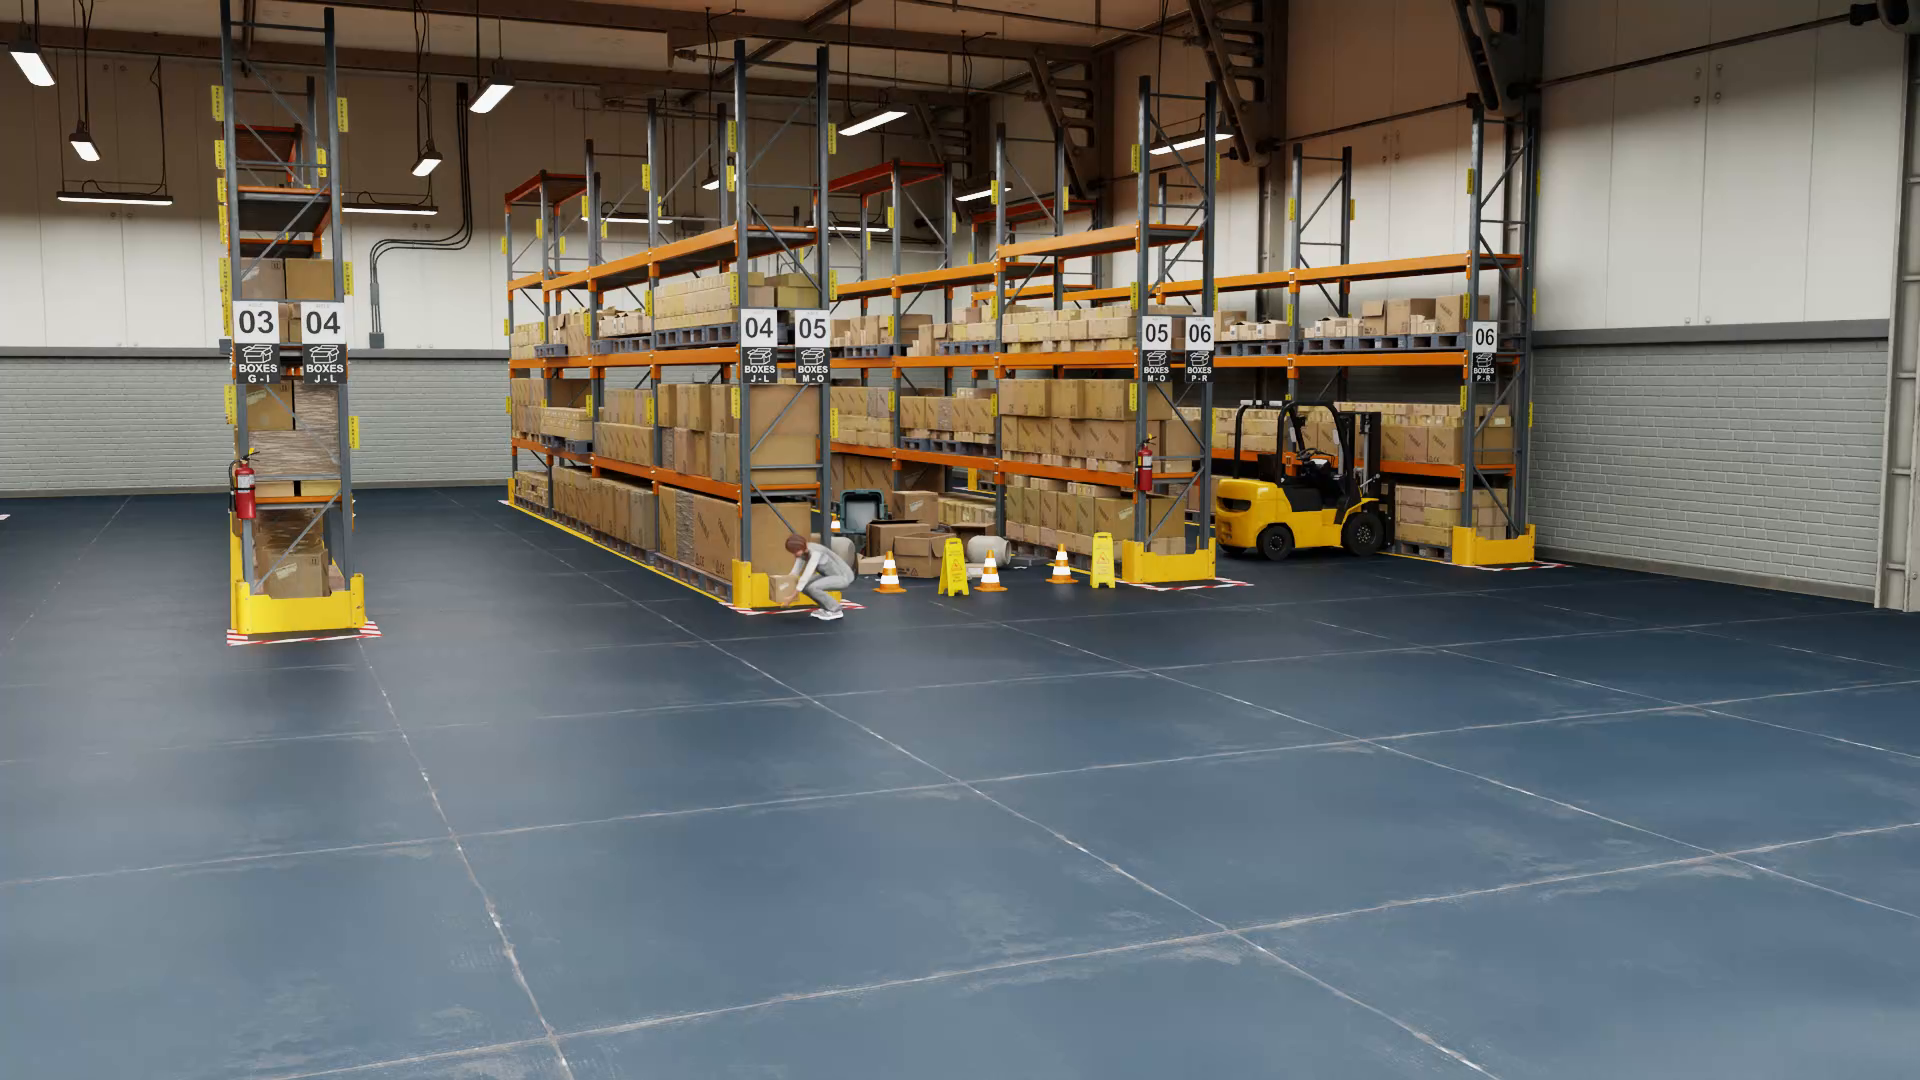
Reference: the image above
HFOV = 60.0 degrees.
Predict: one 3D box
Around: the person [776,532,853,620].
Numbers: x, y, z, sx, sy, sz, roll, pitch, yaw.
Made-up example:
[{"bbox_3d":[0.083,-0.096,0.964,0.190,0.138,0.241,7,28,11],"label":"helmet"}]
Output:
[{"bbox_3d":[-1.493,0.360,17.100,0.816,0.912,0.425,-3,6,-25],"label":"person"}]
